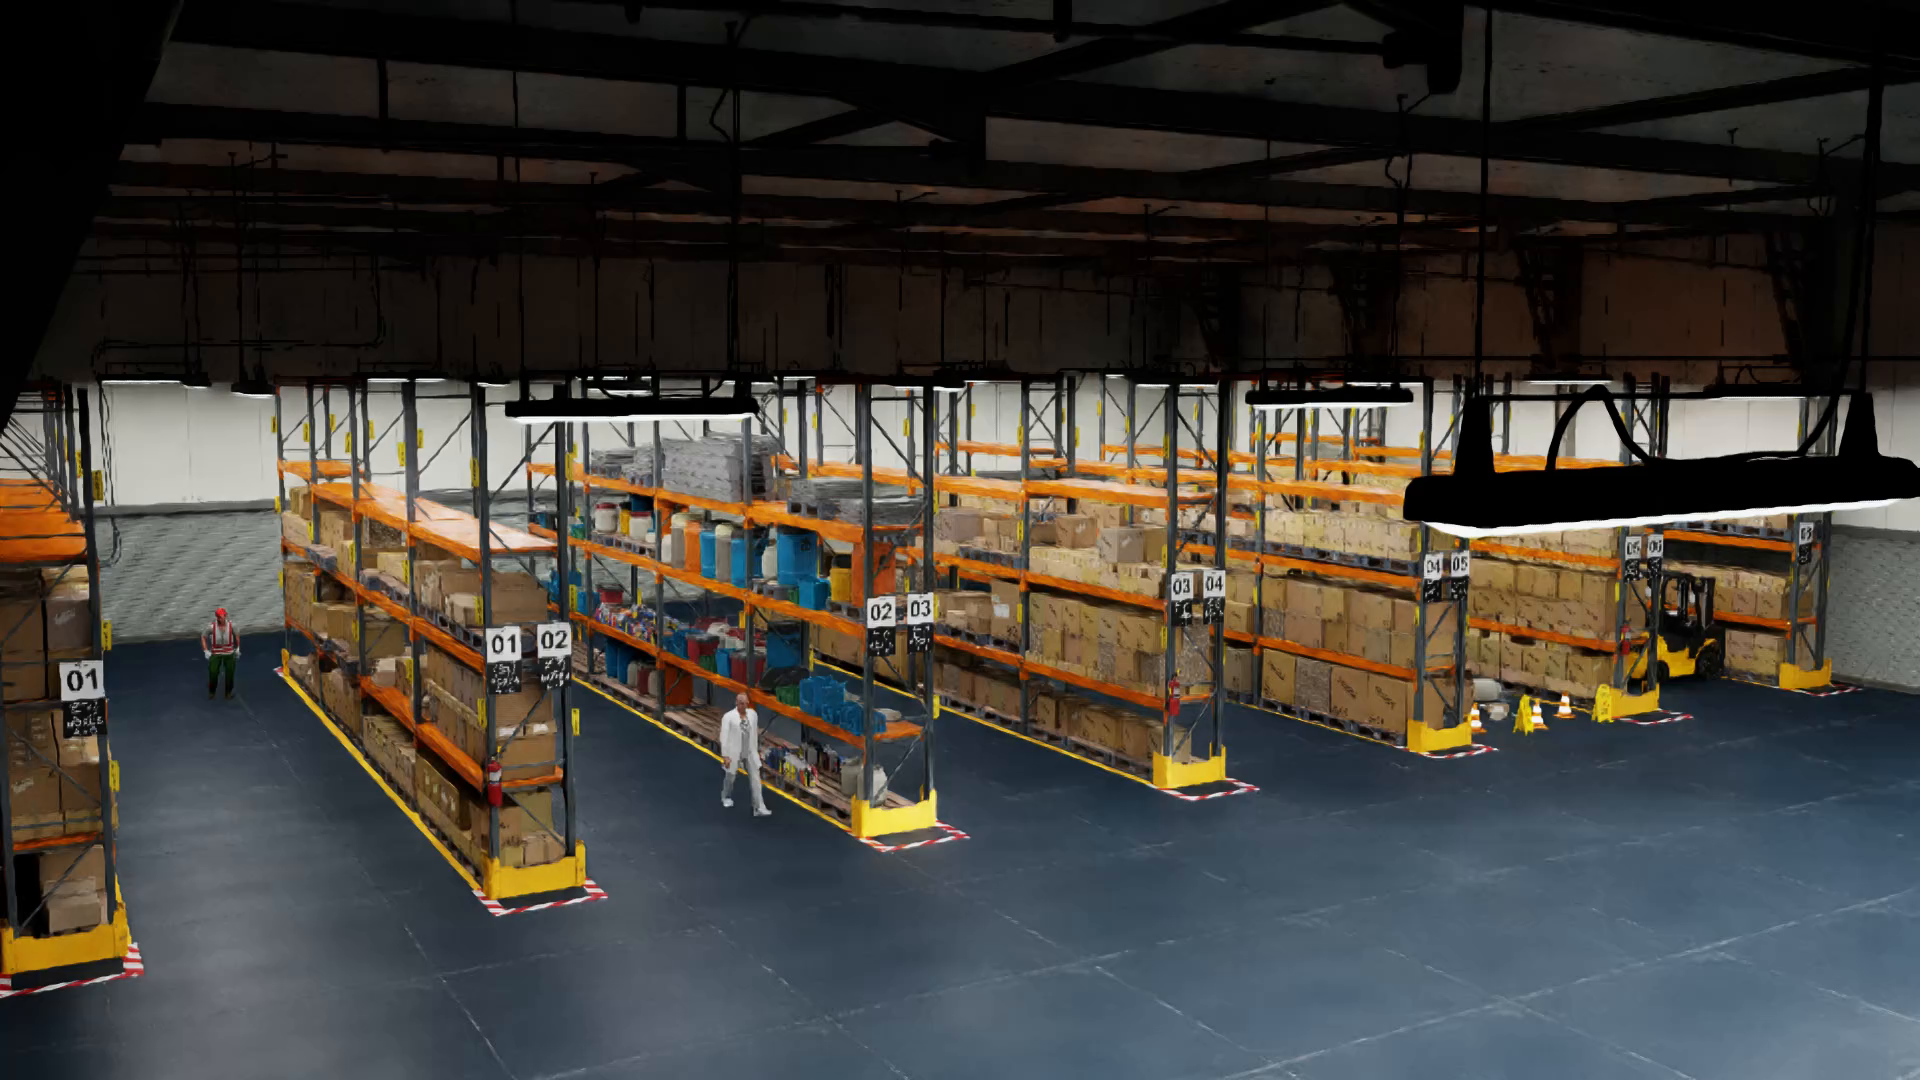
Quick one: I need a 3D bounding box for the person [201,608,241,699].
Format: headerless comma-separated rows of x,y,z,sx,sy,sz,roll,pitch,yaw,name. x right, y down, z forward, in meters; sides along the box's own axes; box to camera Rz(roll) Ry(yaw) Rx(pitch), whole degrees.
-13.689,2.103,30.835,0.677,1.742,0.552,-4,7,-31,person

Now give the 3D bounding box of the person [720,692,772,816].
-3.036,2.945,23.093,0.598,1.698,1.194,-3,7,-27,person
